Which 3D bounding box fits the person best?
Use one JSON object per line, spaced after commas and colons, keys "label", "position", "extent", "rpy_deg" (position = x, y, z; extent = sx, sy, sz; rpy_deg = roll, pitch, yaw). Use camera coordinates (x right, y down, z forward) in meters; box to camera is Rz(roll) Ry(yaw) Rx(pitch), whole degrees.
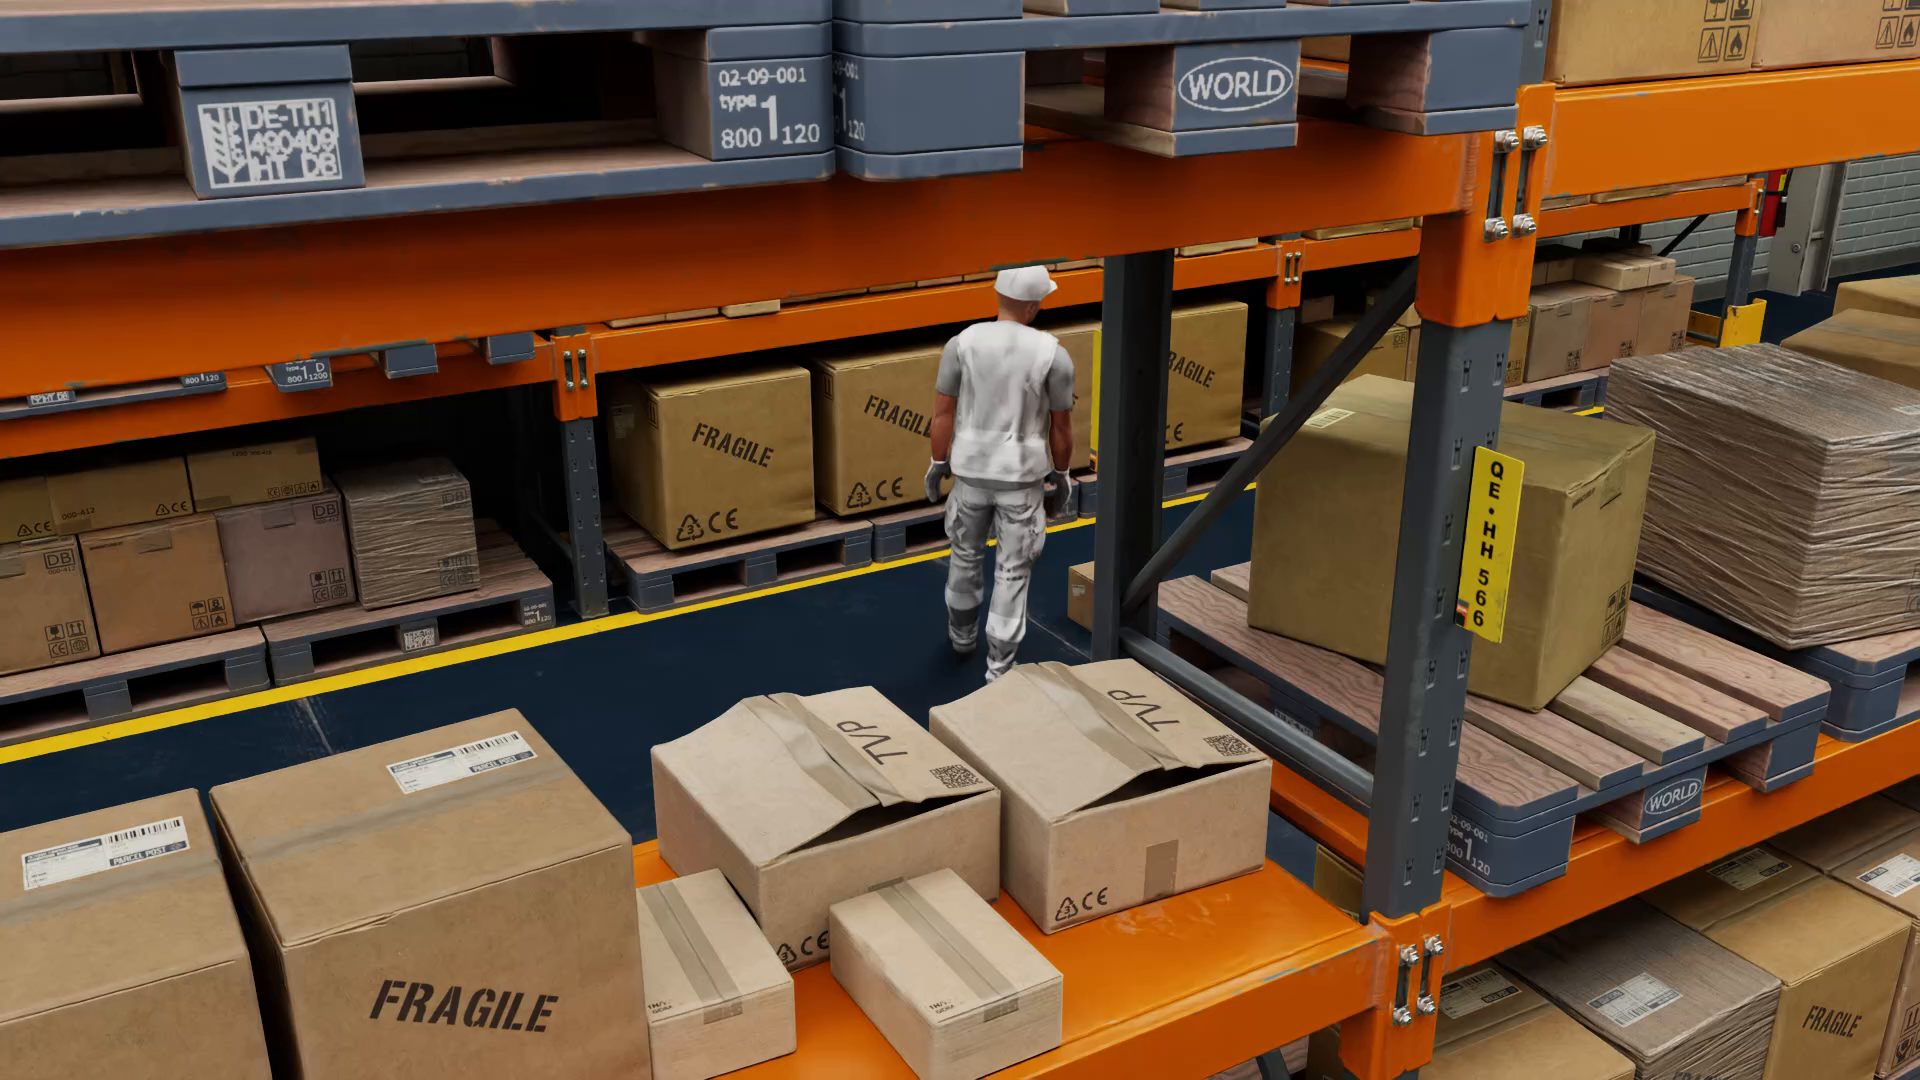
{"label": "person", "position": [0.174, -0.288, 6.742], "extent": [0.599, 1.773, 0.677], "rpy_deg": [5, 22, 13]}
